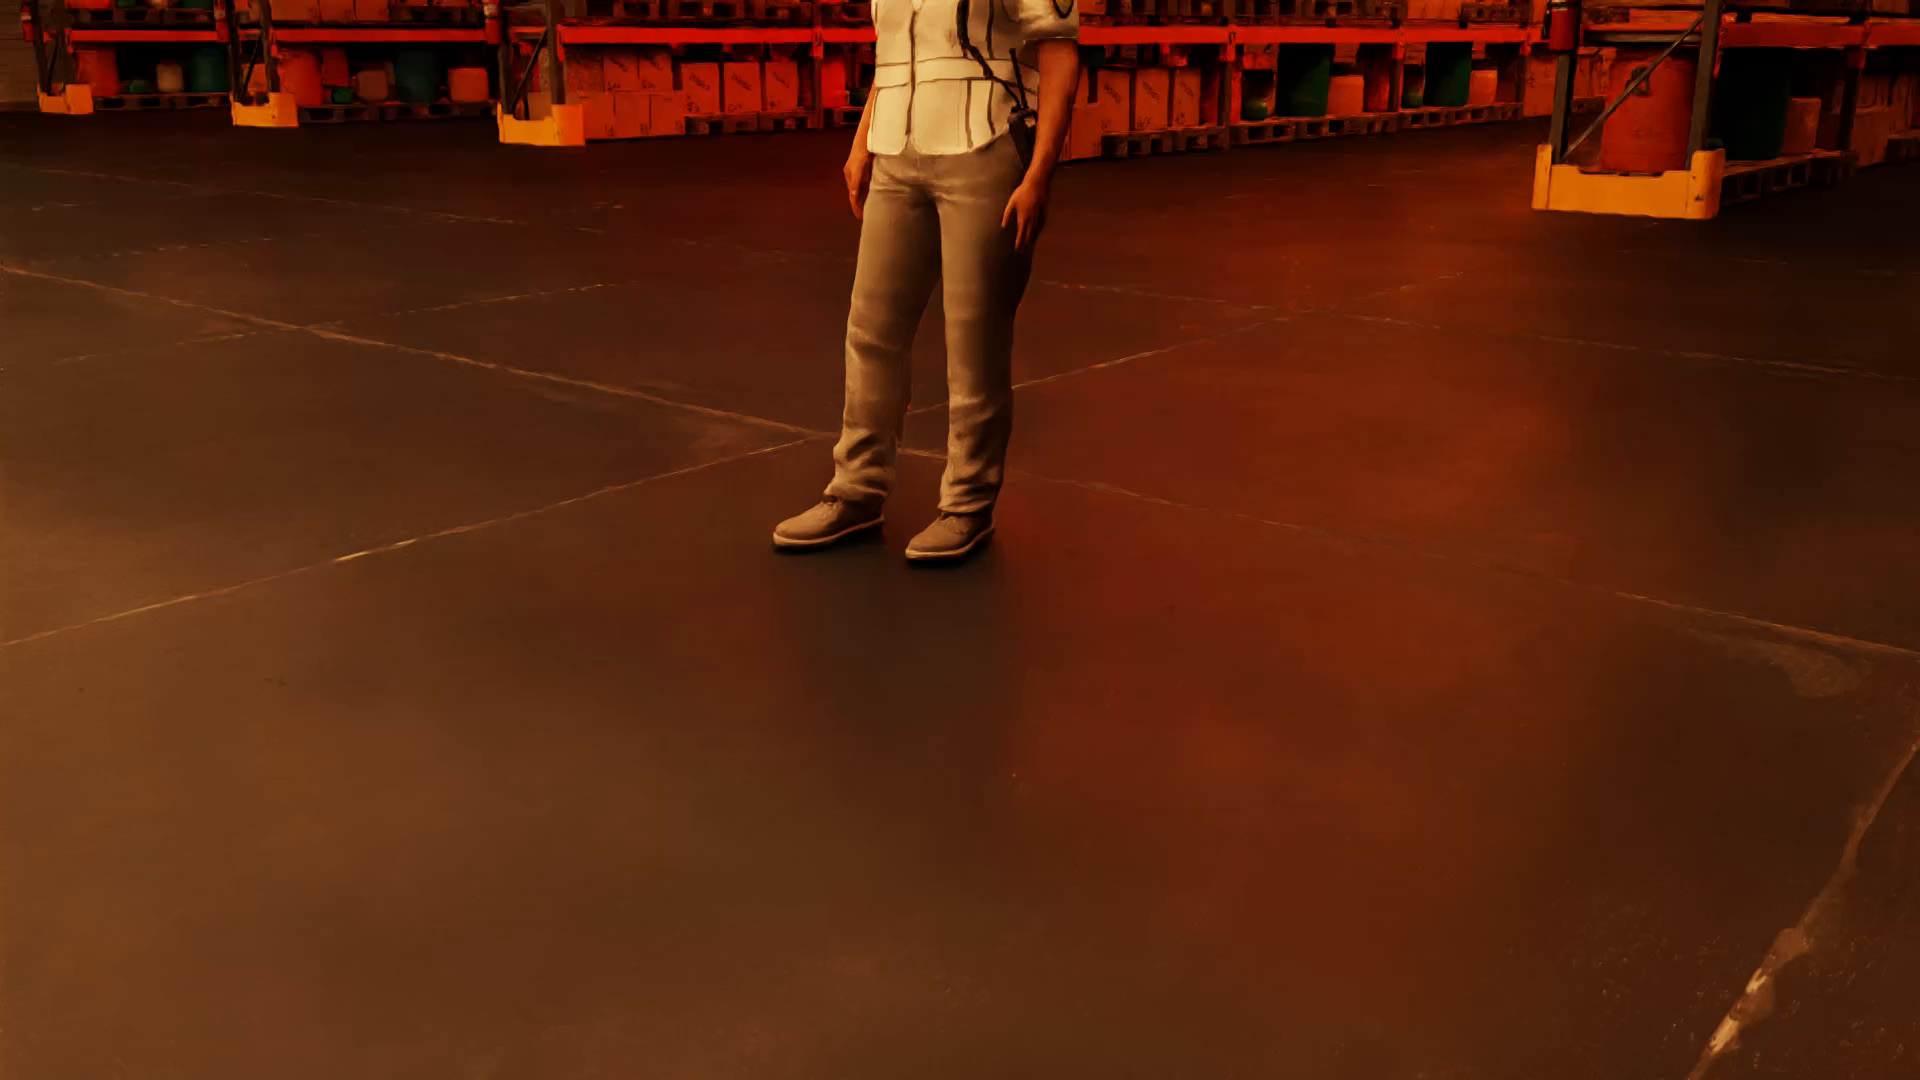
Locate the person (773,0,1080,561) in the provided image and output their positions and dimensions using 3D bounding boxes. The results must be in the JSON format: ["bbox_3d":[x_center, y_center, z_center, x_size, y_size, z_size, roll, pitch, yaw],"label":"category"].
[{"bbox_3d":[-0.066,-0.791,3.655,0.598,1.669,0.529,13,21,37],"label":"person"}]
